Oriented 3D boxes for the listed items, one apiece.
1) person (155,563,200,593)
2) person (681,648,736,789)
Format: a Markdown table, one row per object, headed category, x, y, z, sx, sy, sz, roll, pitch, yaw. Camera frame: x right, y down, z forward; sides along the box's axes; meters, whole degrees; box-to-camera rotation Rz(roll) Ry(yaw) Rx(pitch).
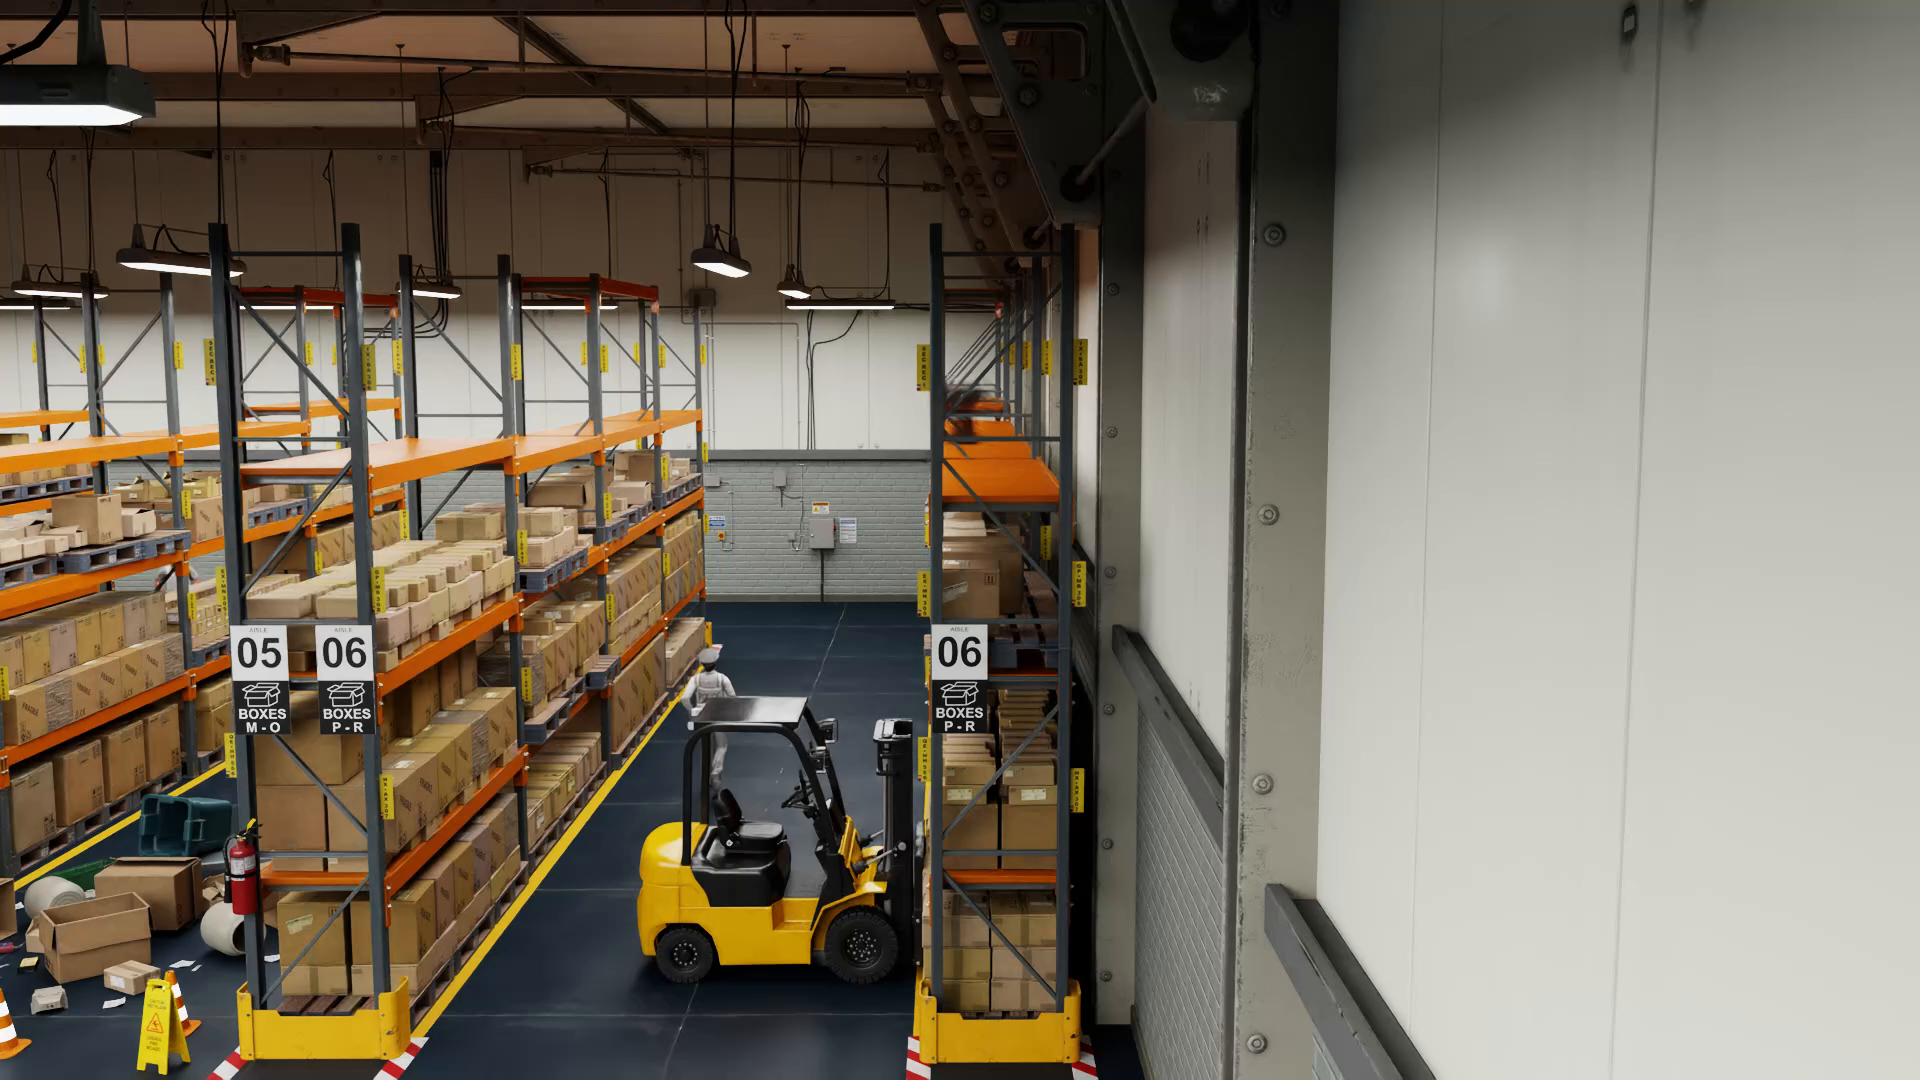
| category | x | y | z | sx | sy | sz | roll | pitch | yaw |
| --- | --- | --- | --- | --- | --- | --- | --- | --- | --- |
| person | -13.186 | 1.036 | 28.024 | 0.679 | 1.774 | 0.791 | -3 | 7 | -24 |
| person | -2.904 | 2.078 | 19.313 | 0.632 | 1.666 | 0.870 | 0 | 7 | -3 |
